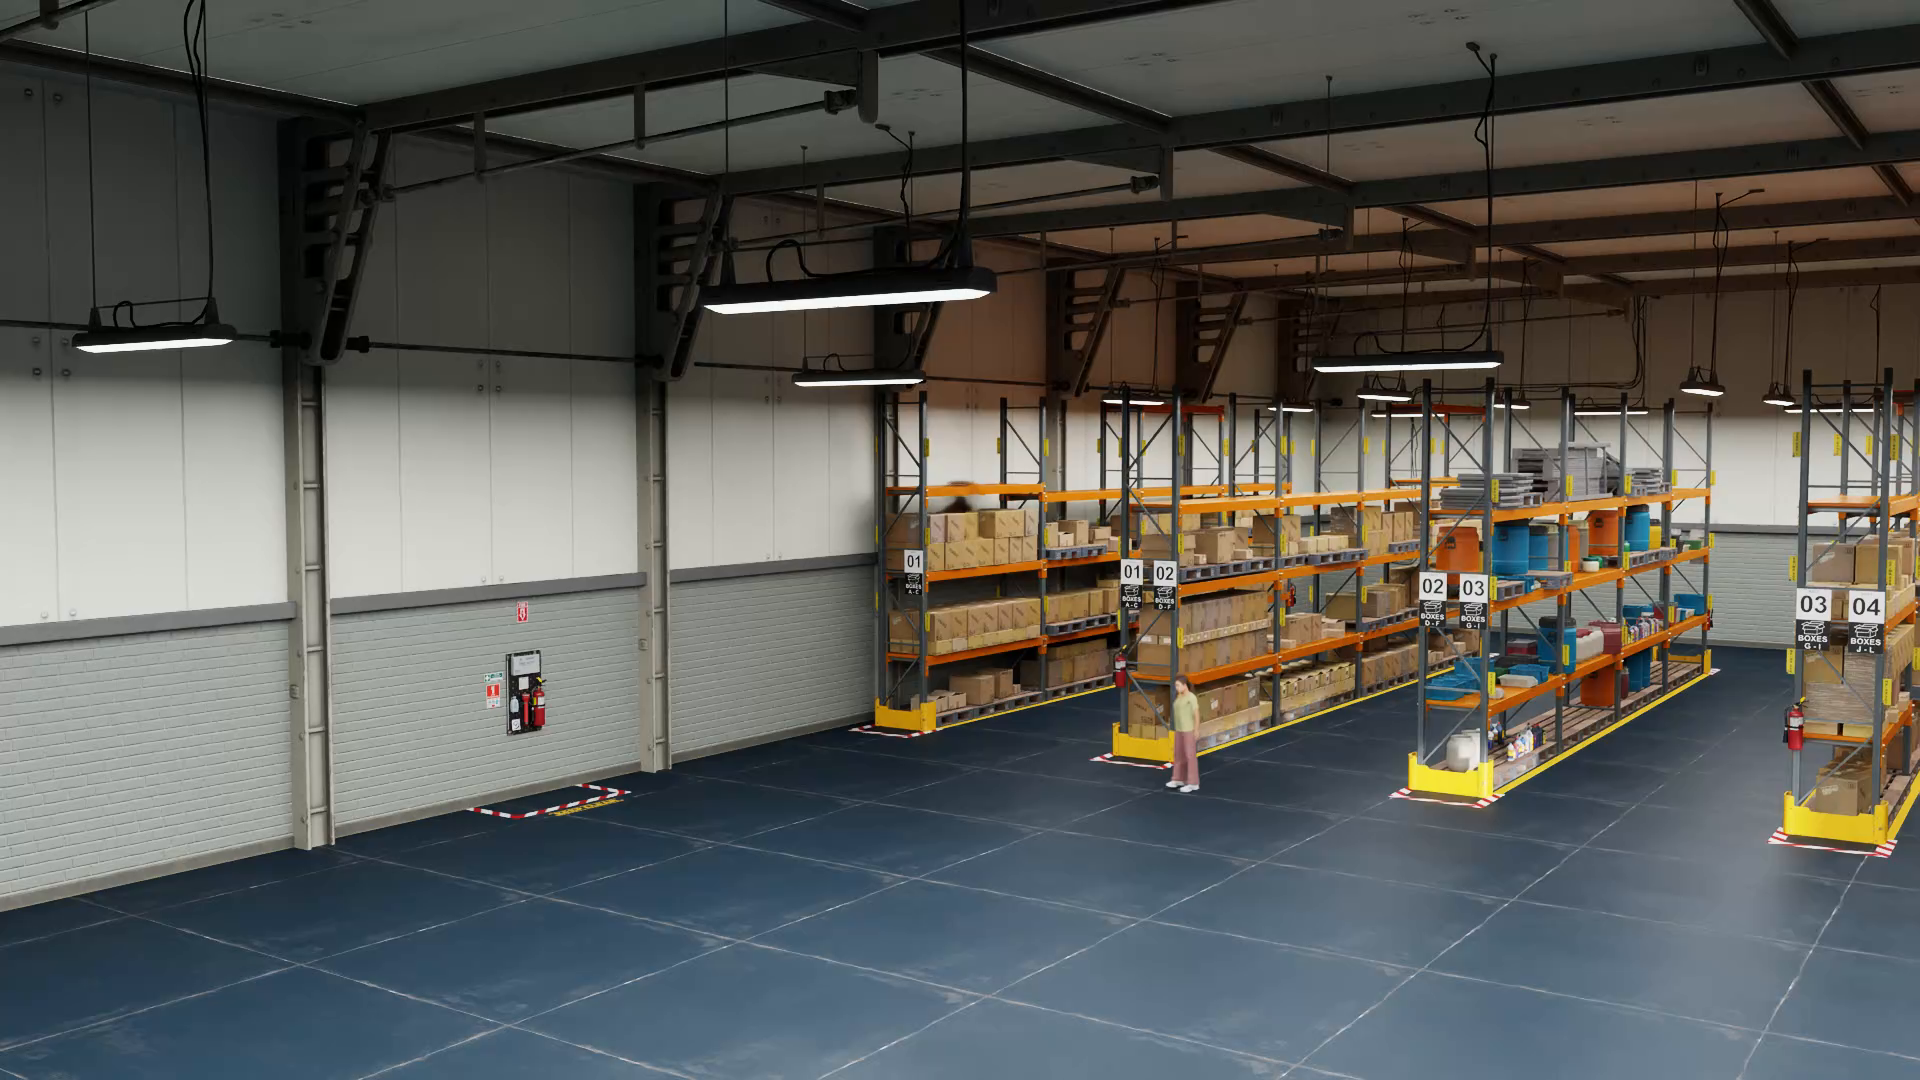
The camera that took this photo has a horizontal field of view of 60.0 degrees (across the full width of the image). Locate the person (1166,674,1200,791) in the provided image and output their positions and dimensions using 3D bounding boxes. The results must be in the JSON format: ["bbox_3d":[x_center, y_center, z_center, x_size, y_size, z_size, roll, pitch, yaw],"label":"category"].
[{"bbox_3d":[3.256,2.822,24.355,0.375,1.645,0.528,-2,4,-28],"label":"person"}]
